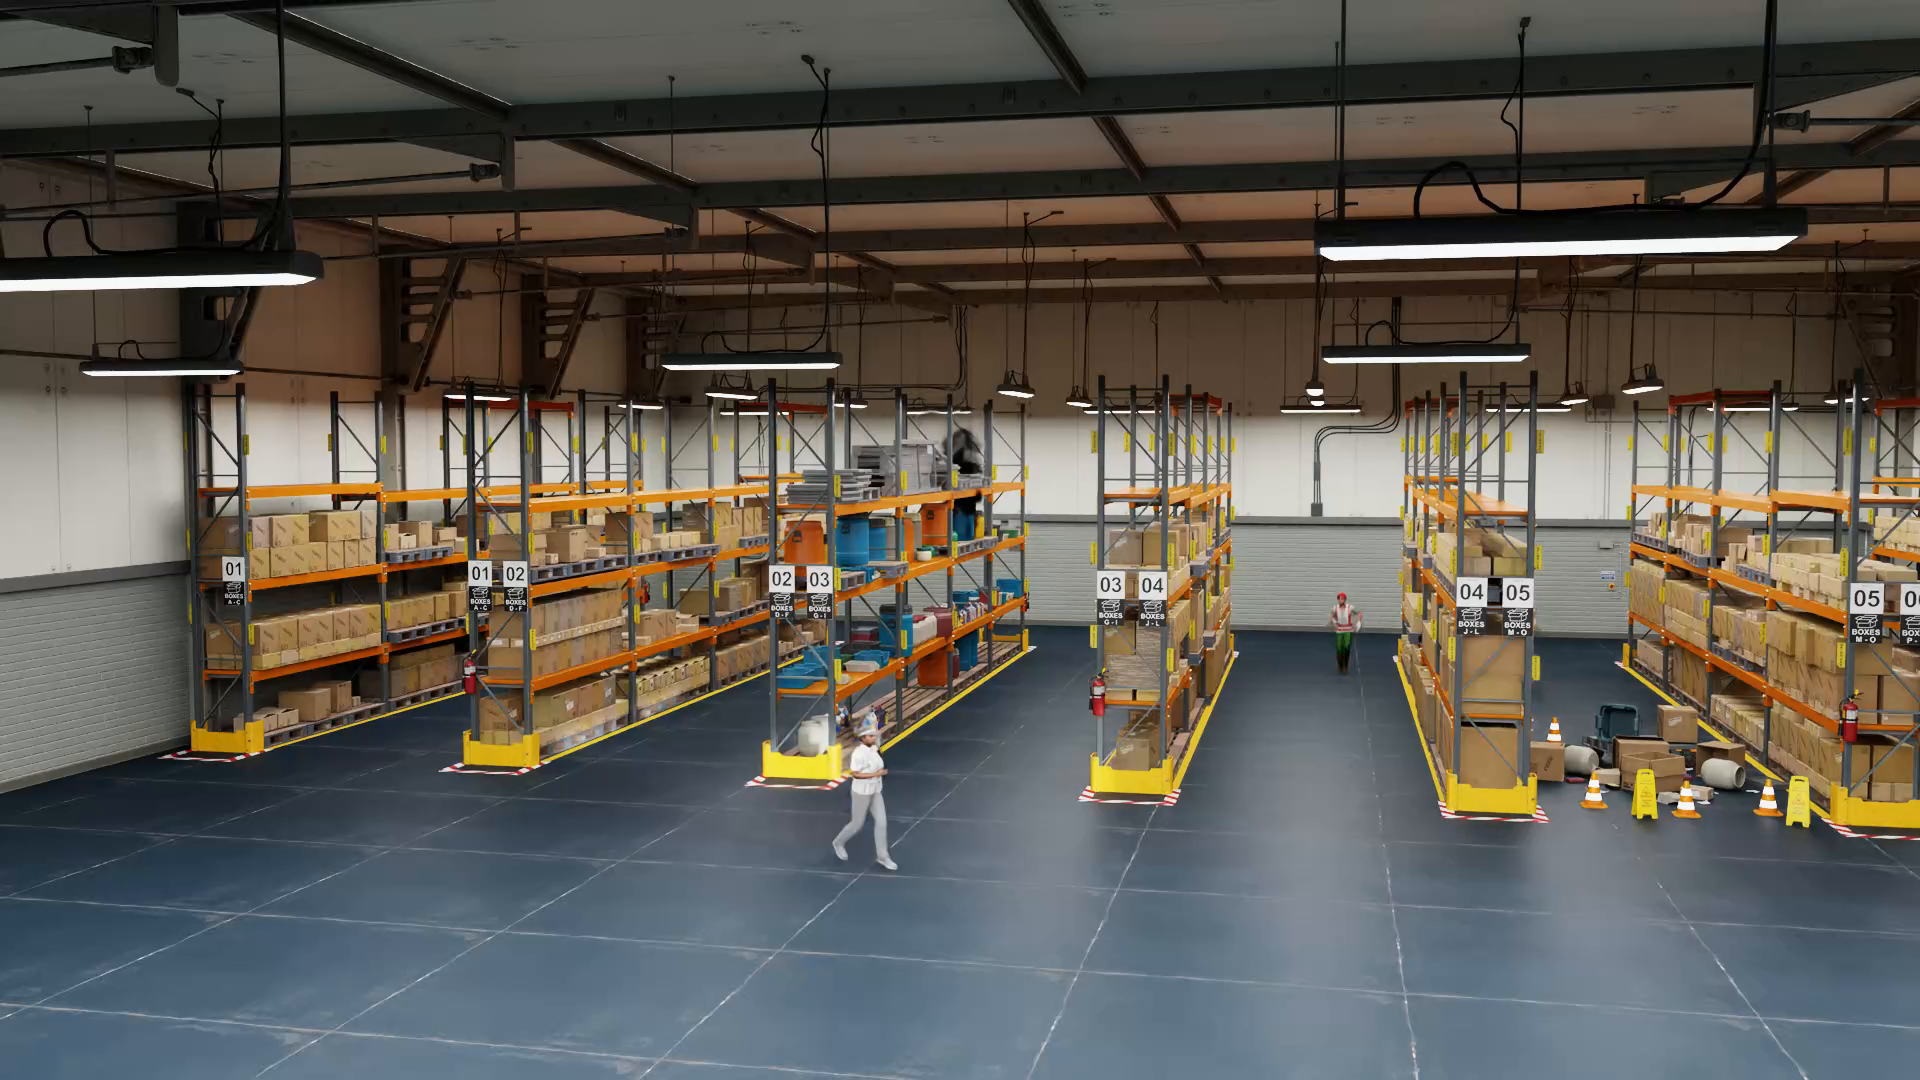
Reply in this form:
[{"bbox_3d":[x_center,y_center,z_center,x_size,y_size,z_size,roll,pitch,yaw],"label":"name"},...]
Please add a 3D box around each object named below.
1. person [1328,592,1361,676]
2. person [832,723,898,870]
[{"bbox_3d":[8.366,2.036,36.221,0.673,1.796,0.896,1,4,23],"label":"person"},{"bbox_3d":[-1.126,3.007,19.698,0.901,1.697,0.604,2,4,35],"label":"person"}]
